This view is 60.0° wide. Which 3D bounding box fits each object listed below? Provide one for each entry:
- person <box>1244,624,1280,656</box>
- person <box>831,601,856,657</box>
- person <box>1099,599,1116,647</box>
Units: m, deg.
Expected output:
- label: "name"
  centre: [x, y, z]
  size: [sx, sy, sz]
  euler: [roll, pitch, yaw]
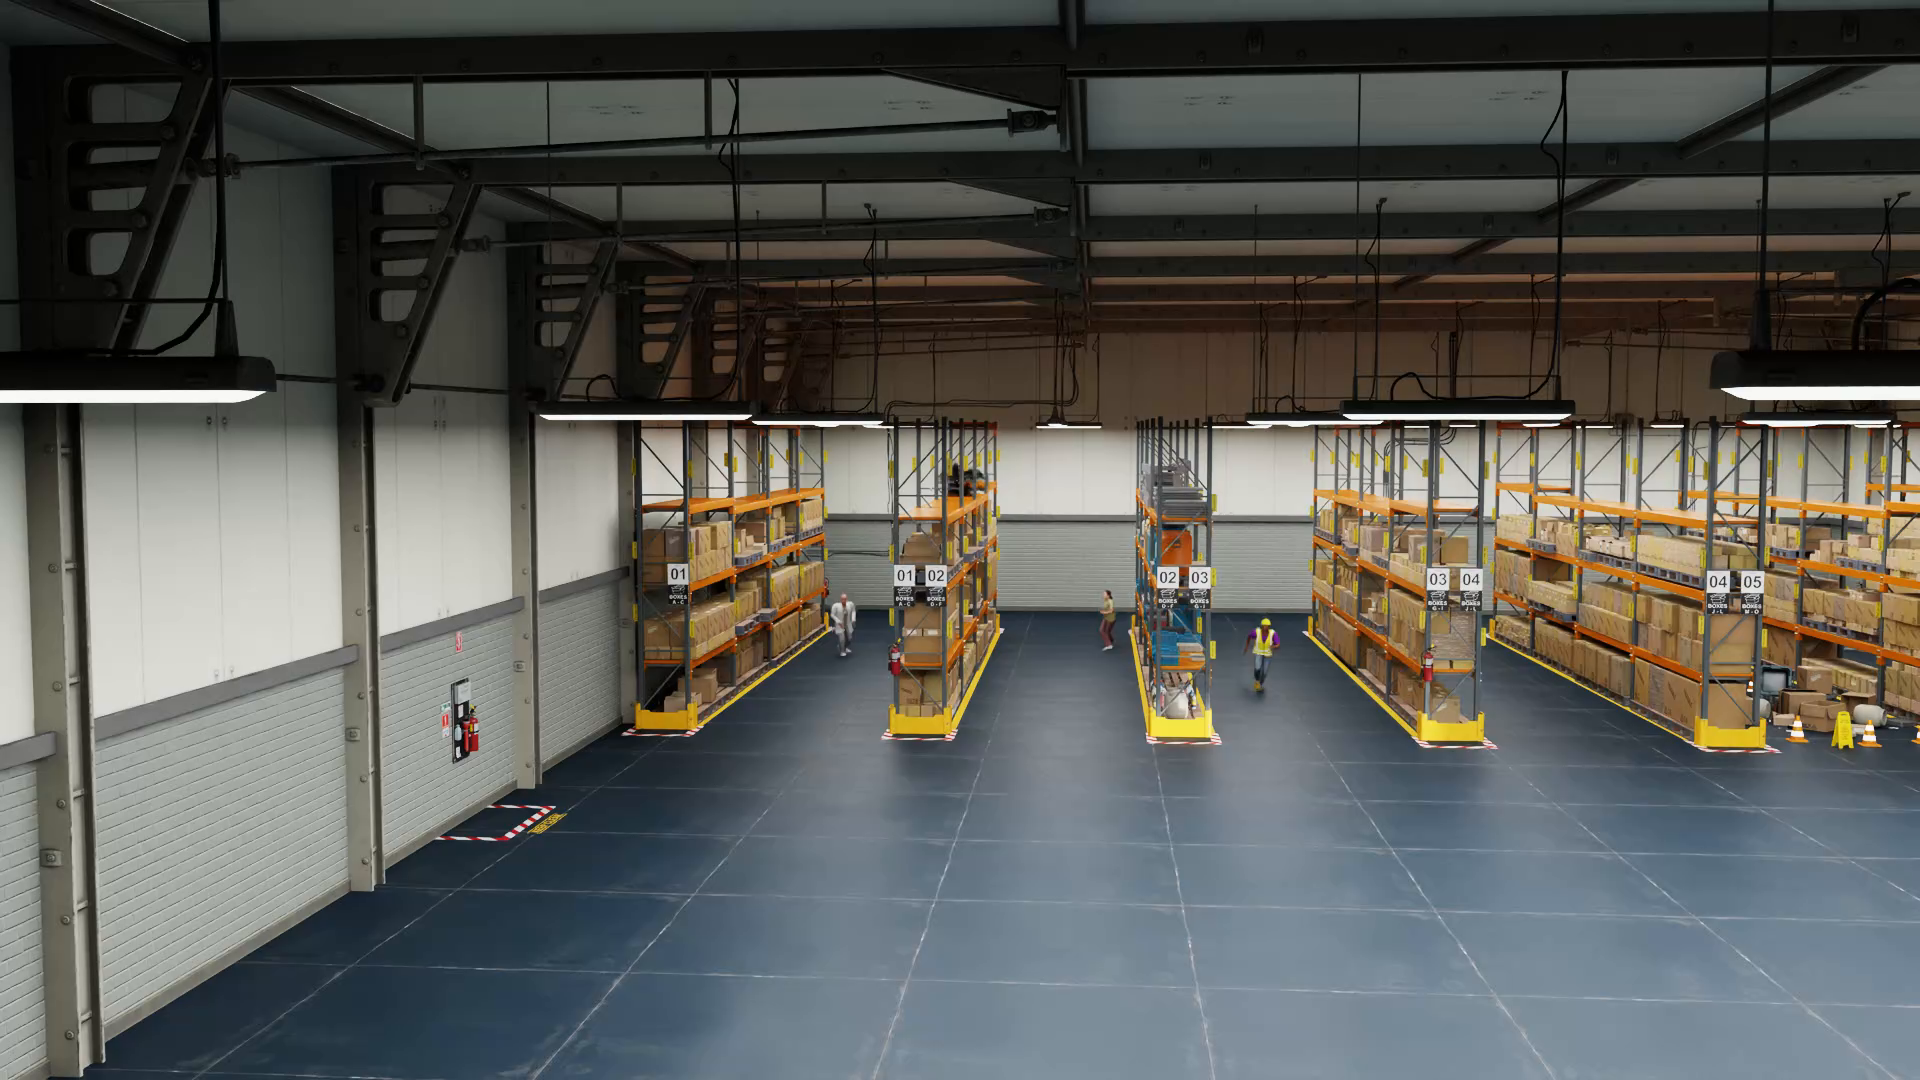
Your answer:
- label: "person"
  centre: [6.130, 2.013, 38.372]
  size: [1.653, 0.812, 4.863]
  euler: [0, 4, 0]
- label: "person"
  centre: [-3.005, 2.239, 42.224]
  size: [0.675, 1.443, 0.779]
  euler: [-2, 4, -23]
- label: "person"
  centre: [3.959, 2.170, 43.671]
  size: [0.579, 1.292, 0.606]
  euler: [-2, 4, -30]
